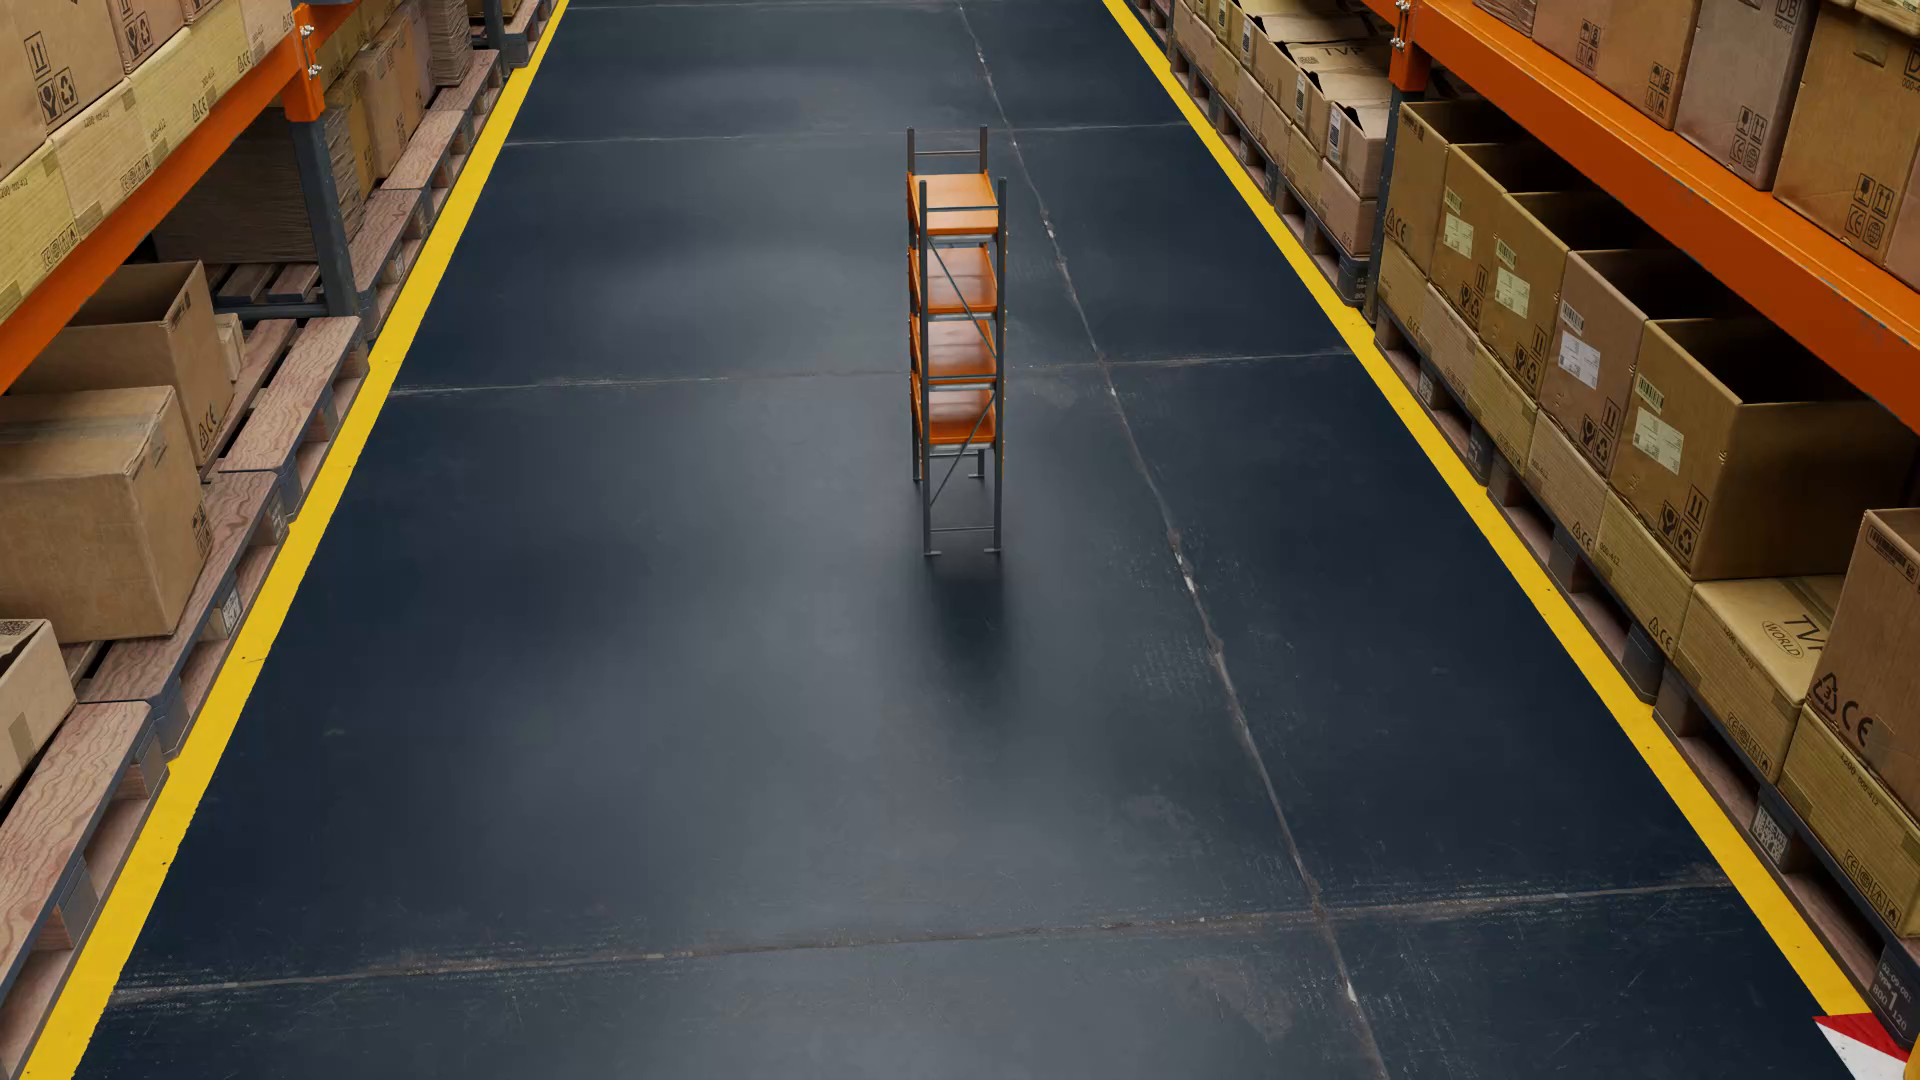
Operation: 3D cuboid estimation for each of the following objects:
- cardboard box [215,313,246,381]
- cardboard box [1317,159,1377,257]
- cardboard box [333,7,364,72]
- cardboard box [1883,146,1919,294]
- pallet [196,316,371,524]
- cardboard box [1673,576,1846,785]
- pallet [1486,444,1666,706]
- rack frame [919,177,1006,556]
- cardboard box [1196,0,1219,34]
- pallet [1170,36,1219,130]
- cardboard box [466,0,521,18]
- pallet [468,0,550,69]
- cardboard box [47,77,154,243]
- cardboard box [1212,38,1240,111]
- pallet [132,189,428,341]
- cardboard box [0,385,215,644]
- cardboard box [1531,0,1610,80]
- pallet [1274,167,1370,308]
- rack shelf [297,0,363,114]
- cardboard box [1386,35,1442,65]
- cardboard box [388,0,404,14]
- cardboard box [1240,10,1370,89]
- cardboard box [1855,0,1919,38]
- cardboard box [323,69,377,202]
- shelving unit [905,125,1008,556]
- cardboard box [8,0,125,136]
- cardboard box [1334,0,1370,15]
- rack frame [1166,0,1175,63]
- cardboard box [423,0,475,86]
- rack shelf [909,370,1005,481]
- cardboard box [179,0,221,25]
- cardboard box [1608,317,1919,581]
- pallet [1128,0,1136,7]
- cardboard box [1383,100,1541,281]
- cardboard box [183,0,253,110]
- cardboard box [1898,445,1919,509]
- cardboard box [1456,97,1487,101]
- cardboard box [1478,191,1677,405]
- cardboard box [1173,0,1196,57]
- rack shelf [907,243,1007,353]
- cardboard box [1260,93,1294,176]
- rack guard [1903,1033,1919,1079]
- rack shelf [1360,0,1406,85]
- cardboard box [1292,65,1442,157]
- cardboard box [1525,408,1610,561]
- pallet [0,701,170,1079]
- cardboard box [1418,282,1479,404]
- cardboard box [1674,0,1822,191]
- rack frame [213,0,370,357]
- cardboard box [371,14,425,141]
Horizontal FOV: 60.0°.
[{"bbox_3d":[-2.709,-0.661,5.765,0.380,0.166,0.250,-7,32,-11],"label":"cardboard box"},{"bbox_3d":[1.815,-1.397,6.935,0.500,0.250,0.500,-3,31,-5],"label":"cardboard box"},{"bbox_3d":[-2.971,-2.263,7.390,0.500,0.250,0.500,-4,31,-6],"label":"cardboard box"},{"bbox_3d":[2.432,-0.707,3.410,0.700,0.500,0.500,-2,31,-3],"label":"cardboard box"},{"bbox_3d":[-2.691,-0.421,5.750,1.003,0.211,1.213,-3,31,-5],"label":"pallet"},{"bbox_3d":[2.113,0.329,4.046,0.500,0.250,0.500,-3,31,-5],"label":"cardboard box"},{"bbox_3d":[2.292,0.030,4.993,1.003,0.211,1.213,-3,31,-5],"label":"pallet"},{"bbox_3d":[0.007,-0.475,4.875,0.240,1.200,0.015,-3,31,-5],"label":"rack frame"},{"bbox_3d":[1.583,-2.933,8.959,0.500,0.311,0.500,-3,31,-6],"label":"cardboard box"},{"bbox_3d":[1.807,-2.622,9.434,1.003,0.211,1.213,-3,31,-5],"label":"pallet"},{"bbox_3d":[-3.101,-3.641,10.107,0.750,0.750,0.750,-3,31,-5],"label":"cardboard box"},{"bbox_3d":[-3.161,-3.211,10.420,1.003,0.211,1.213,-3,31,-5],"label":"pallet"},{"bbox_3d":[-2.294,-0.909,3.974,0.500,0.250,0.500,-2,31,-4],"label":"cardboard box"},{"bbox_3d":[1.628,-2.438,8.678,0.500,0.250,0.500,-4,31,-6],"label":"cardboard box"},{"bbox_3d":[-2.863,-1.160,6.986,1.003,0.211,1.213,-3,31,-5],"label":"pallet"},{"bbox_3d":[-2.462,-0.059,4.432,0.700,0.500,0.500,-5,31,-8],"label":"cardboard box"},{"bbox_3d":[2.246,-1.747,5.152,0.700,0.500,0.500,-3,31,-5],"label":"cardboard box"},{"bbox_3d":[2.035,-1.376,7.348,1.003,0.211,1.213,-3,31,-5],"label":"pallet"},{"bbox_3d":[-2.976,-2.672,7.500,1.077,0.370,4.000,-3,31,-5],"label":"rack shelf"},{"bbox_3d":[2.261,-2.183,7.704,0.500,0.311,0.500,-4,31,-6],"label":"cardboard box"},{"bbox_3d":[-3.053,-2.781,8.257,0.500,0.250,0.500,-2,31,-4],"label":"cardboard box"},{"bbox_3d":[1.677,-2.410,8.084,0.500,0.311,0.500,-3,31,-5],"label":"cardboard box"},{"bbox_3d":[2.195,-1.191,3.588,0.380,0.149,0.250,-2,31,-3],"label":"cardboard box"},{"bbox_3d":[-2.973,-1.712,7.199,0.700,0.500,0.500,-3,31,-6],"label":"cardboard box"},{"bbox_3d":[-0.015,-0.600,5.084,0.258,1.200,0.503,-3,31,-5],"label":"shelving unit"},{"bbox_3d":[-2.299,-1.222,3.766,0.500,0.500,0.500,-2,31,-3],"label":"cardboard box"},{"bbox_3d":[2.163,-2.703,8.576,0.500,0.311,0.500,-3,31,-5],"label":"cardboard box"},{"bbox_3d":[1.769,-4.241,9.425,1.000,3.000,0.127,-3,31,-5],"label":"rack frame"},{"bbox_3d":[-3.044,-2.753,8.942,0.700,0.500,0.500,-2,31,-4],"label":"cardboard box"},{"bbox_3d":[-0.015,-0.371,5.220,0.258,0.148,0.480,-3,31,-5],"label":"rack shelf"},{"bbox_3d":[-2.385,-1.745,4.641,0.500,0.500,0.500,-3,31,-5],"label":"cardboard box"},{"bbox_3d":[2.062,-0.248,4.281,0.500,0.500,0.500,-3,31,-5],"label":"cardboard box"},{"bbox_3d":[1.626,-4.048,11.822,1.003,0.211,1.213,-3,31,-5],"label":"pallet"},{"bbox_3d":[1.874,-1.269,5.990,0.500,0.500,0.500,-3,31,-5],"label":"cardboard box"},{"bbox_3d":[-2.405,-1.422,4.832,0.500,0.250,0.500,-3,31,-4],"label":"cardboard box"},{"bbox_3d":[2.580,-0.273,4.322,0.500,0.500,0.500,-3,31,-5],"label":"cardboard box"},{"bbox_3d":[2.352,-1.663,6.833,0.500,0.311,0.500,-3,31,-4],"label":"cardboard box"},{"bbox_3d":[1.968,-0.758,5.135,0.500,0.500,0.500,-3,31,-5],"label":"cardboard box"},{"bbox_3d":[1.525,-2.960,9.552,0.500,0.250,0.500,-3,31,-5],"label":"cardboard box"},{"bbox_3d":[-0.015,-0.734,5.004,0.258,0.148,0.480,-3,31,-5],"label":"rack shelf"},{"bbox_3d":[1.722,-1.916,7.805,0.500,0.250,0.500,-2,31,-3],"label":"cardboard box"},{"bbox_3d":[2.519,0.929,3.208,1.175,0.500,0.348,-3,31,-5],"label":"rack guard"},{"bbox_3d":[1.956,-2.911,7.900,1.077,0.370,4.000,-3,31,-5],"label":"rack shelf"},{"bbox_3d":[1.765,-1.898,7.227,0.500,0.311,0.500,-2,31,-3],"label":"cardboard box"},{"bbox_3d":[2.020,-0.182,4.901,0.500,0.250,0.500,-3,31,-5],"label":"cardboard box"},{"bbox_3d":[-2.463,0.824,3.664,1.003,0.211,1.213,-3,31,-5],"label":"pallet"},{"bbox_3d":[1.926,-0.692,5.755,0.500,0.250,0.500,-3,31,-5],"label":"cardboard box"},{"bbox_3d":[2.338,-1.229,4.285,0.700,0.500,0.500,-2,31,-3],"label":"cardboard box"},{"bbox_3d":[-2.789,-1.960,5.606,1.000,3.000,0.127,-3,31,-5],"label":"rack frame"},{"bbox_3d":[-3.037,-2.232,8.070,0.700,0.500,0.500,-3,31,-5],"label":"cardboard box"}]
